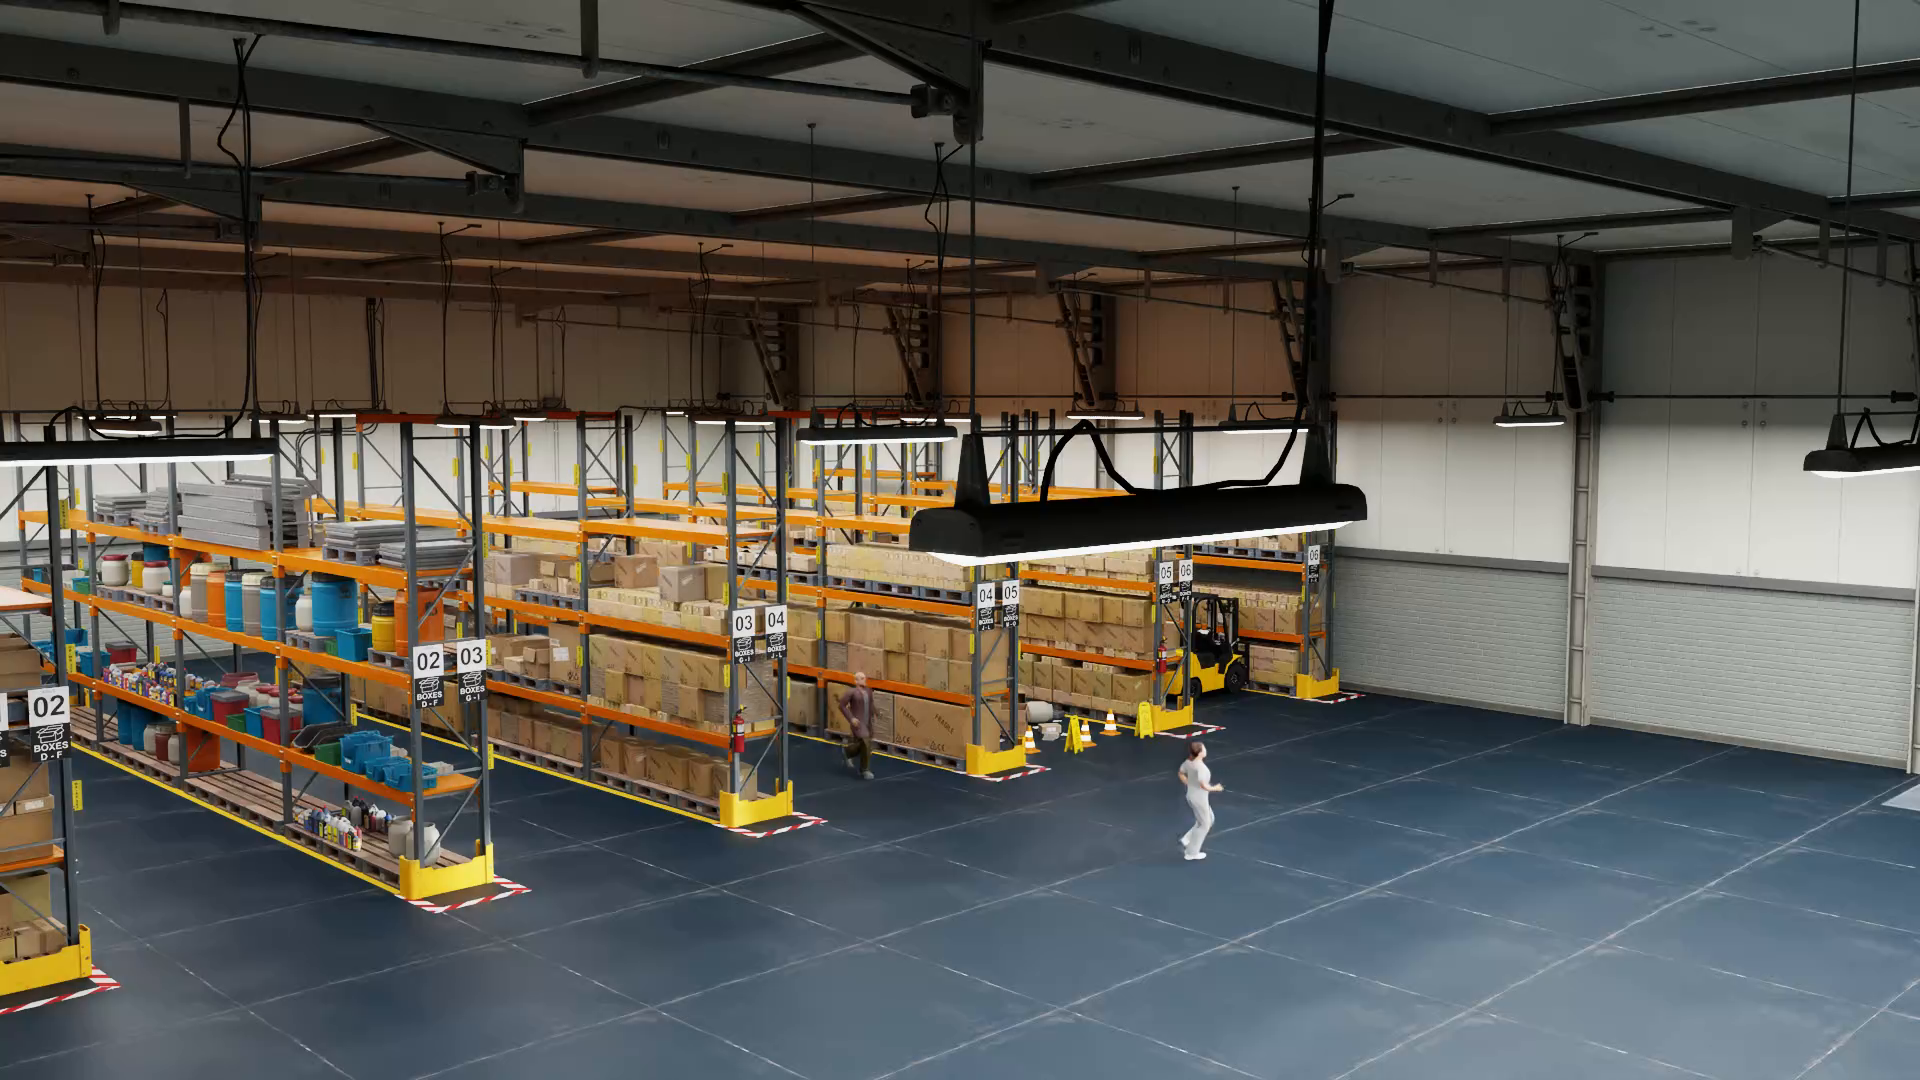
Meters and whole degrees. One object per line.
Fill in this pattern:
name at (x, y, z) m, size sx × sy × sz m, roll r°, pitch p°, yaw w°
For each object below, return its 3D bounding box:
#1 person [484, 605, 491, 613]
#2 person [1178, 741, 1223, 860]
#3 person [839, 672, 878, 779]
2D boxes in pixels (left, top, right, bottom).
person at (-11.685, 1.995, 40.407) m, size 0.908 × 1.611 × 0.651 m, roll -1°, pitch 5°, yaw -13°
person at (3.297, 3.544, 22.712) m, size 0.540 × 1.628 × 0.576 m, roll -1°, pitch 5°, yaw -16°
person at (-1.713, 3.063, 27.730) m, size 0.817 × 1.755 × 0.730 m, roll 4°, pitch 6°, yaw 39°
